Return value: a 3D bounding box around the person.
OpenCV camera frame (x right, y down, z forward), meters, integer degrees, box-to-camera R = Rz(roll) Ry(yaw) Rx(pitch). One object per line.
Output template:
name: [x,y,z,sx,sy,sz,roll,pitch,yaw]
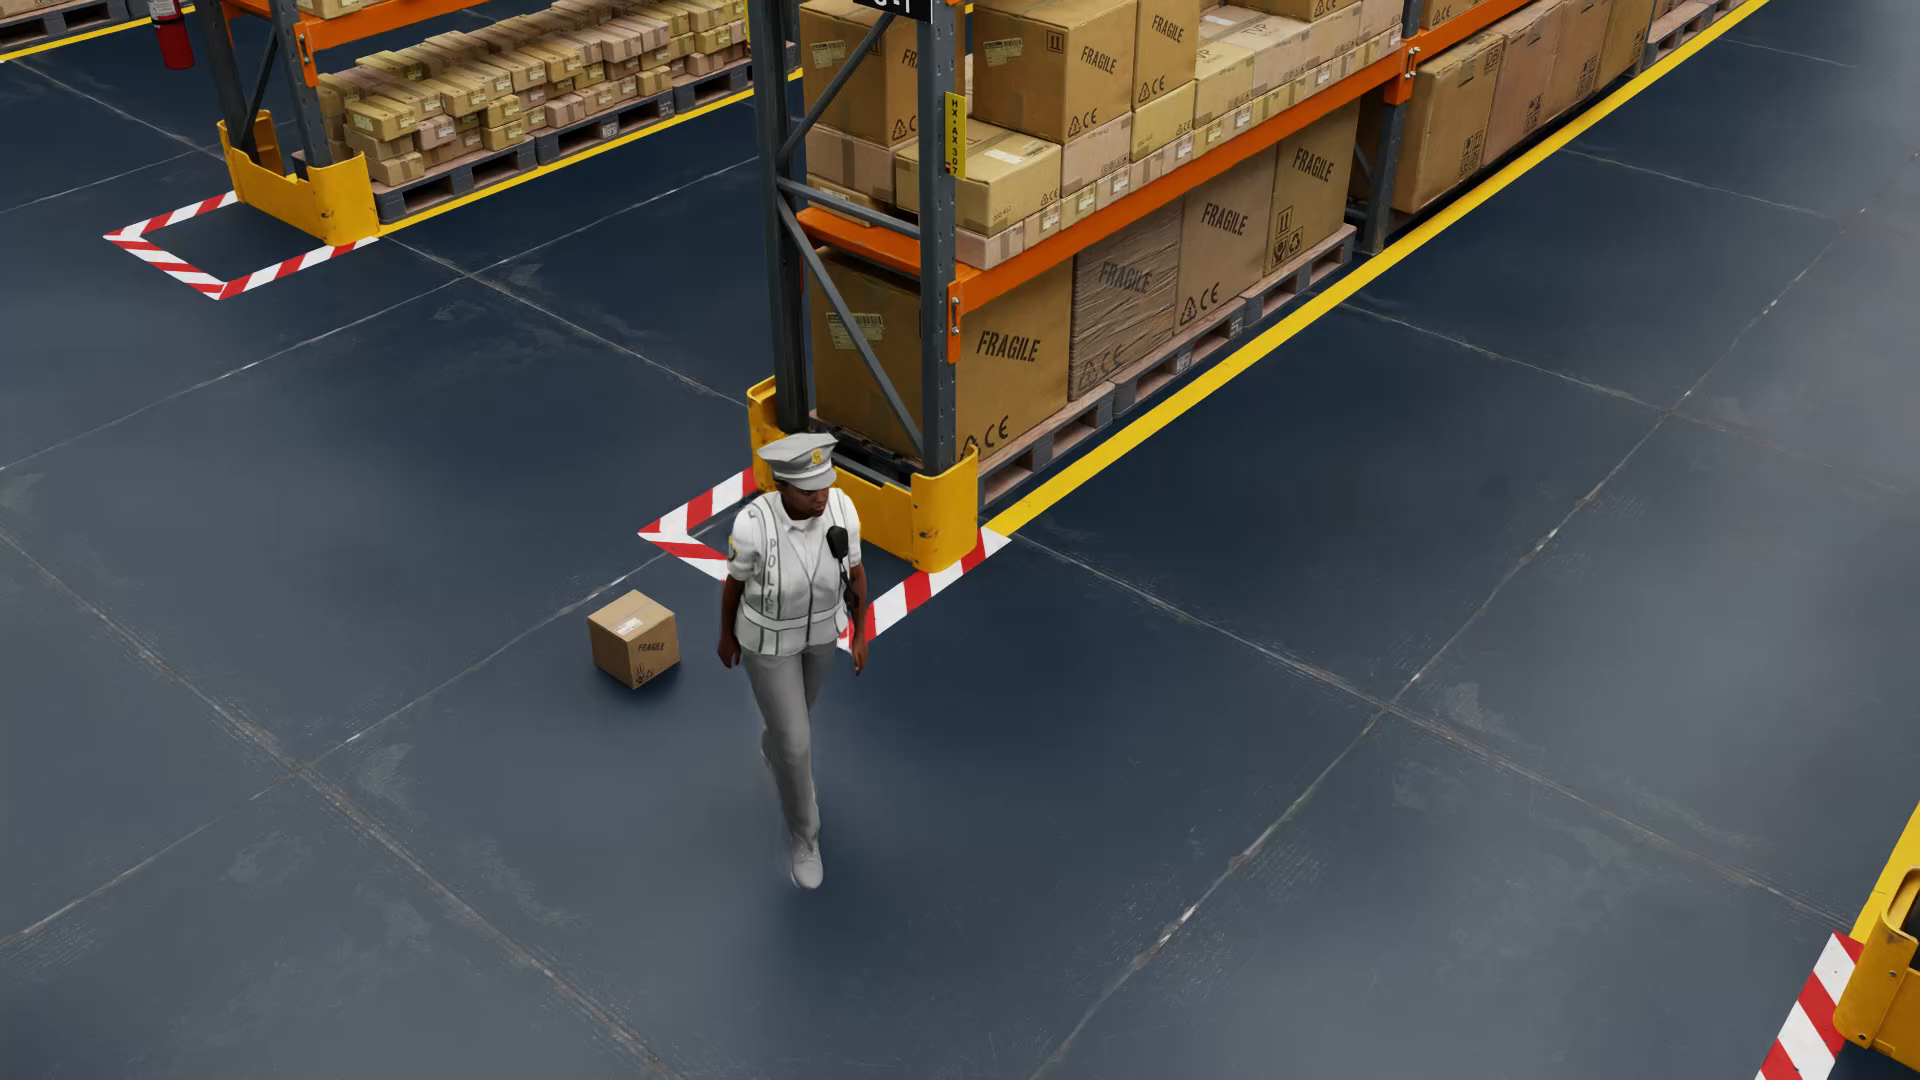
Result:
person: [-0.551,0.336,5.677,0.476,1.701,0.697,-20,40,-26]
